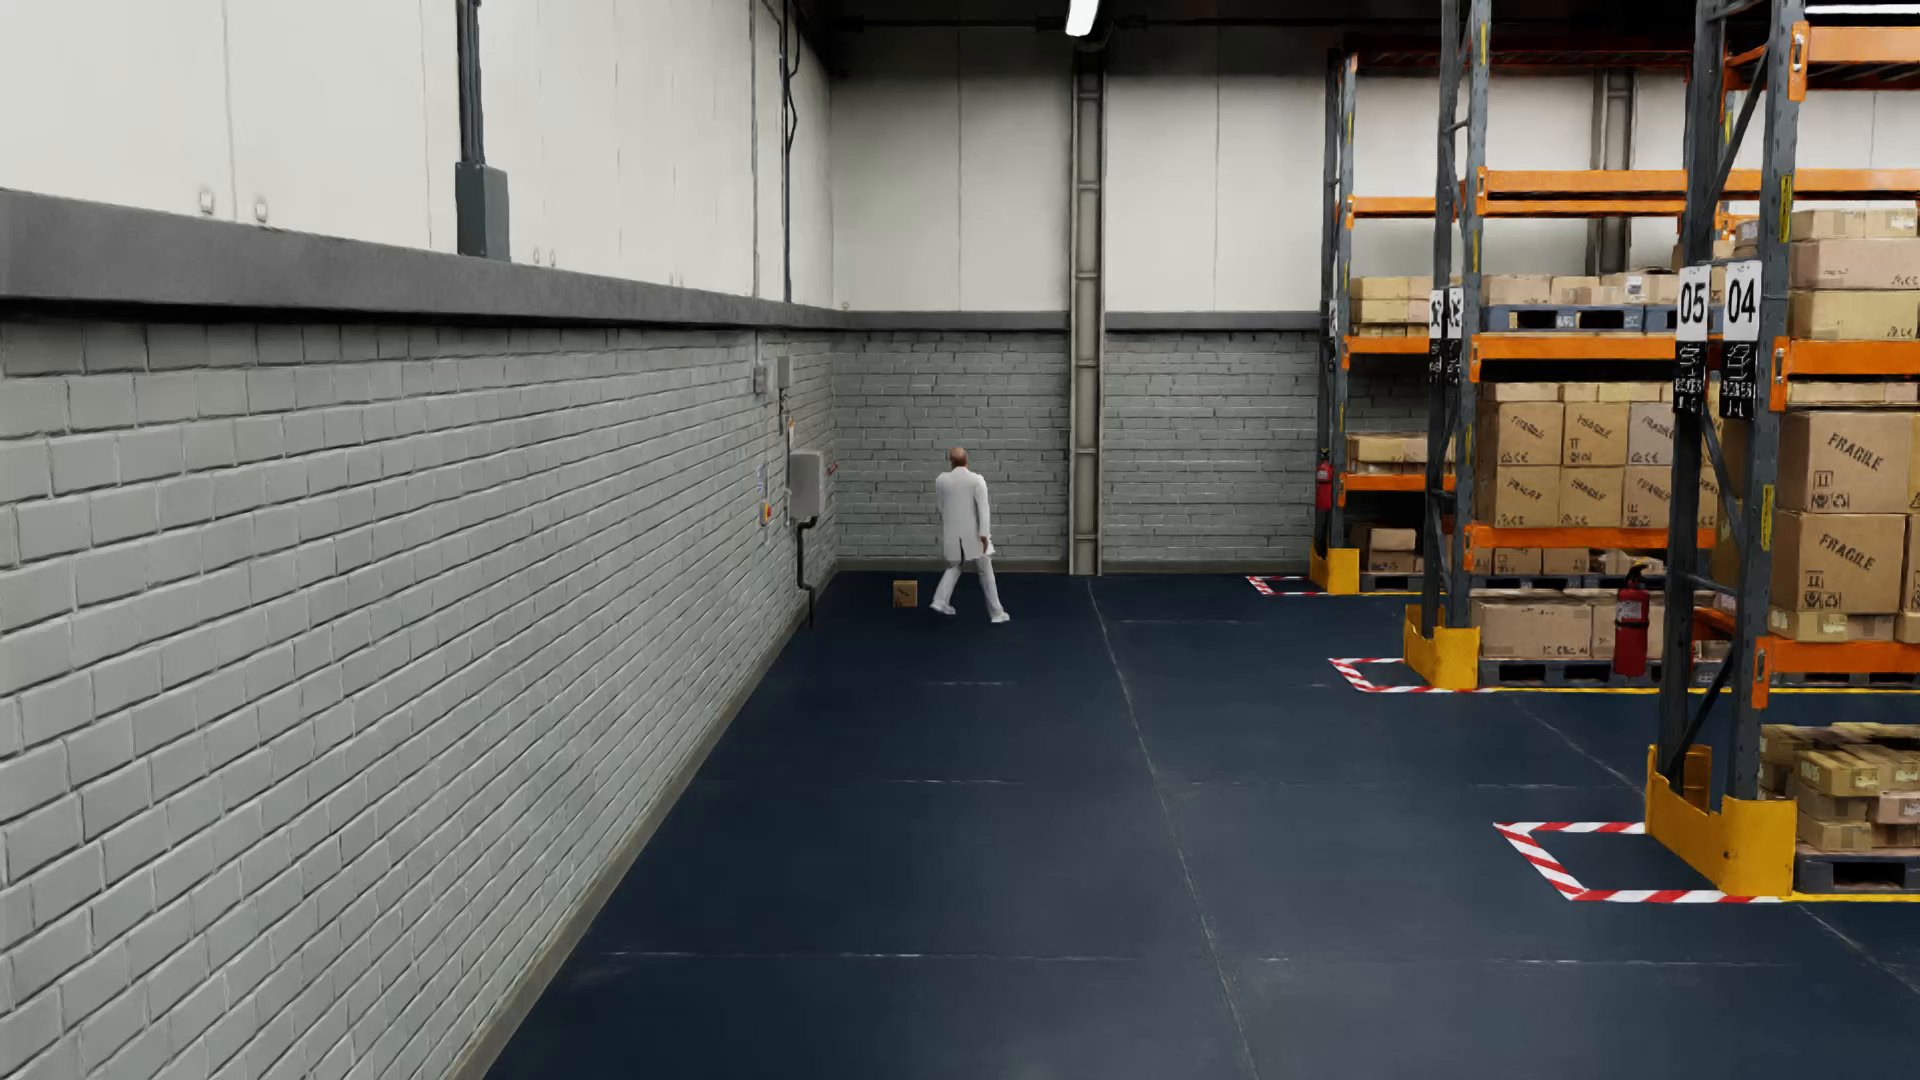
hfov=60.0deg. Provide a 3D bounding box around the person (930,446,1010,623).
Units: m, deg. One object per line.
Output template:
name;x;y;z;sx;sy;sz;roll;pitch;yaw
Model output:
person;0.107;-0.053;16.346;0.715;1.747;0.596;2;7;12
